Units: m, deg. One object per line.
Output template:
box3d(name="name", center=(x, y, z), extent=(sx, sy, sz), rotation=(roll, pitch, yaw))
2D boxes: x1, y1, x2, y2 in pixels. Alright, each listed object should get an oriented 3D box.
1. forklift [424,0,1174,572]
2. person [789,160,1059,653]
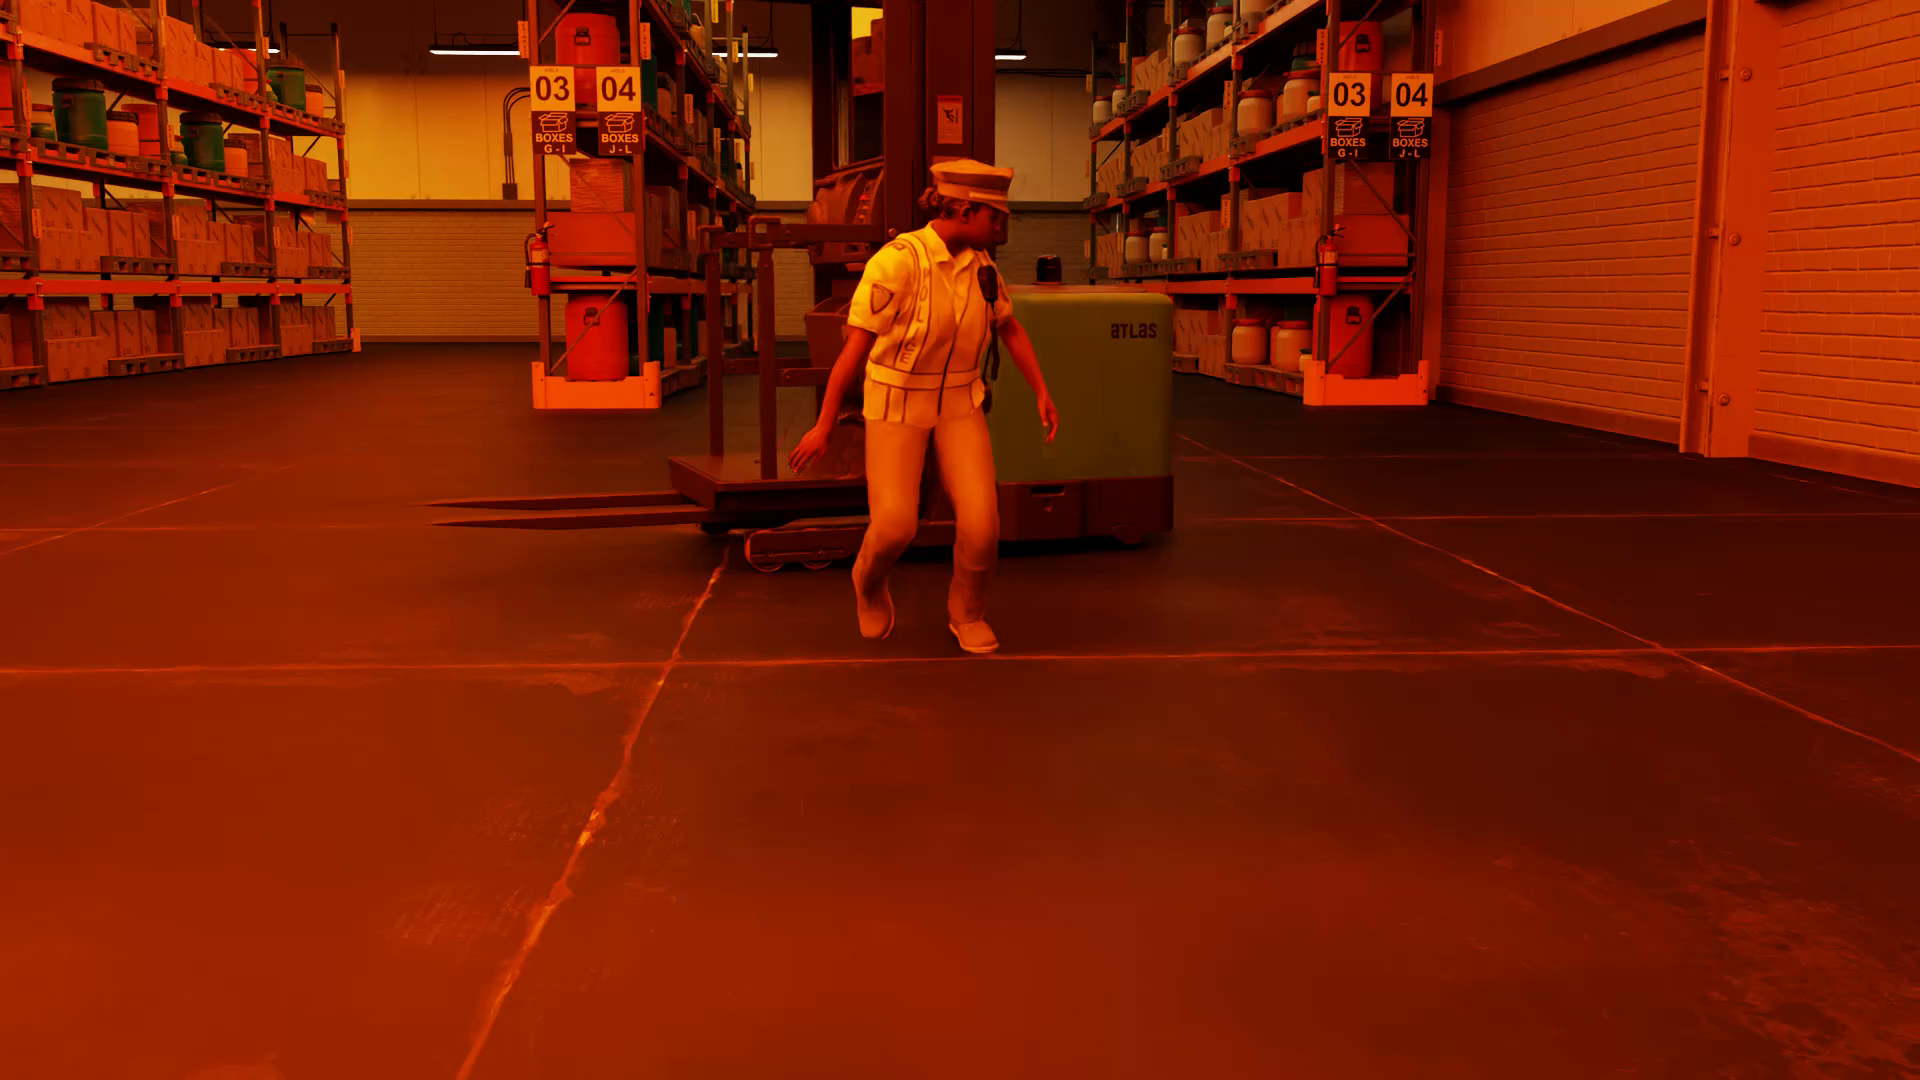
box3d(name="forklift", center=(-0.661, -1.412, 6.841), extent=(3.031, 2.935, 1.130), rotation=(-3, 9, -20))
box3d(name="person", center=(-0.122, -0.382, 5.005), extent=(0.833, 1.477, 0.573), rotation=(-4, 9, -24))
